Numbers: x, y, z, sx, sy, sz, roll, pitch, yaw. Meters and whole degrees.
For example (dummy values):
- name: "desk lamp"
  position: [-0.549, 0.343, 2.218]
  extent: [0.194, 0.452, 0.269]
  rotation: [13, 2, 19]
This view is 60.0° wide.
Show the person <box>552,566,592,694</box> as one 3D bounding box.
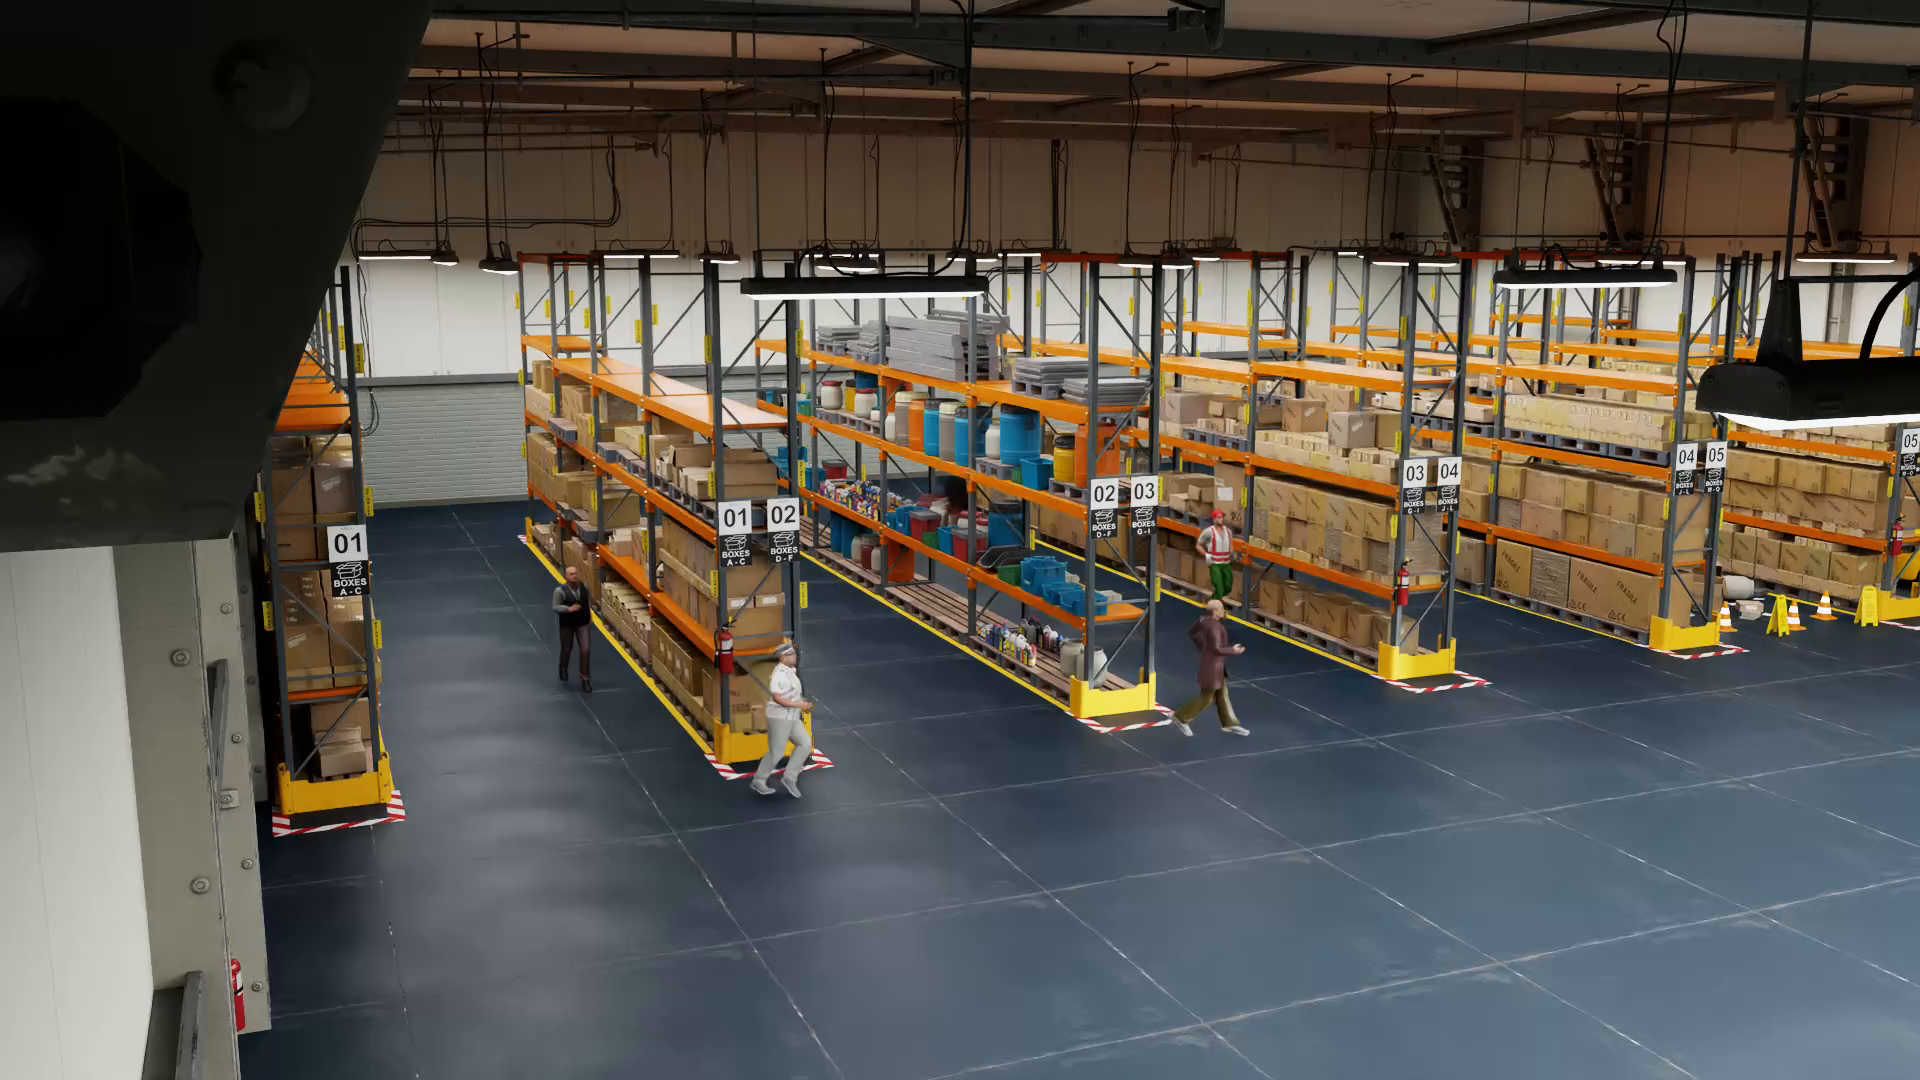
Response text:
- name: "person"
  position: [-5.457, 1.225, 23.452]
  extent: [0.635, 1.753, 0.907]
  rotation: [-6, 12, -30]

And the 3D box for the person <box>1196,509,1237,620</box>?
- name: "person"
  position: [4.106, 0.375, 26.525]
  extent: [0.658, 1.753, 0.616]
  rotation: [-5, 11, -24]

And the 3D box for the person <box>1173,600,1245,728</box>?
- name: "person"
  position: [3.146, 1.581, 21.033]
  extent: [0.881, 1.692, 0.725]
  rotation: [0, 10, 0]

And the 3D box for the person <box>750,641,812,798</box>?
- name: "person"
  position: [-2.014, 2.046, 19.032]
  extent: [0.721, 1.811, 0.681]
  rotation: [2, 11, 11]
